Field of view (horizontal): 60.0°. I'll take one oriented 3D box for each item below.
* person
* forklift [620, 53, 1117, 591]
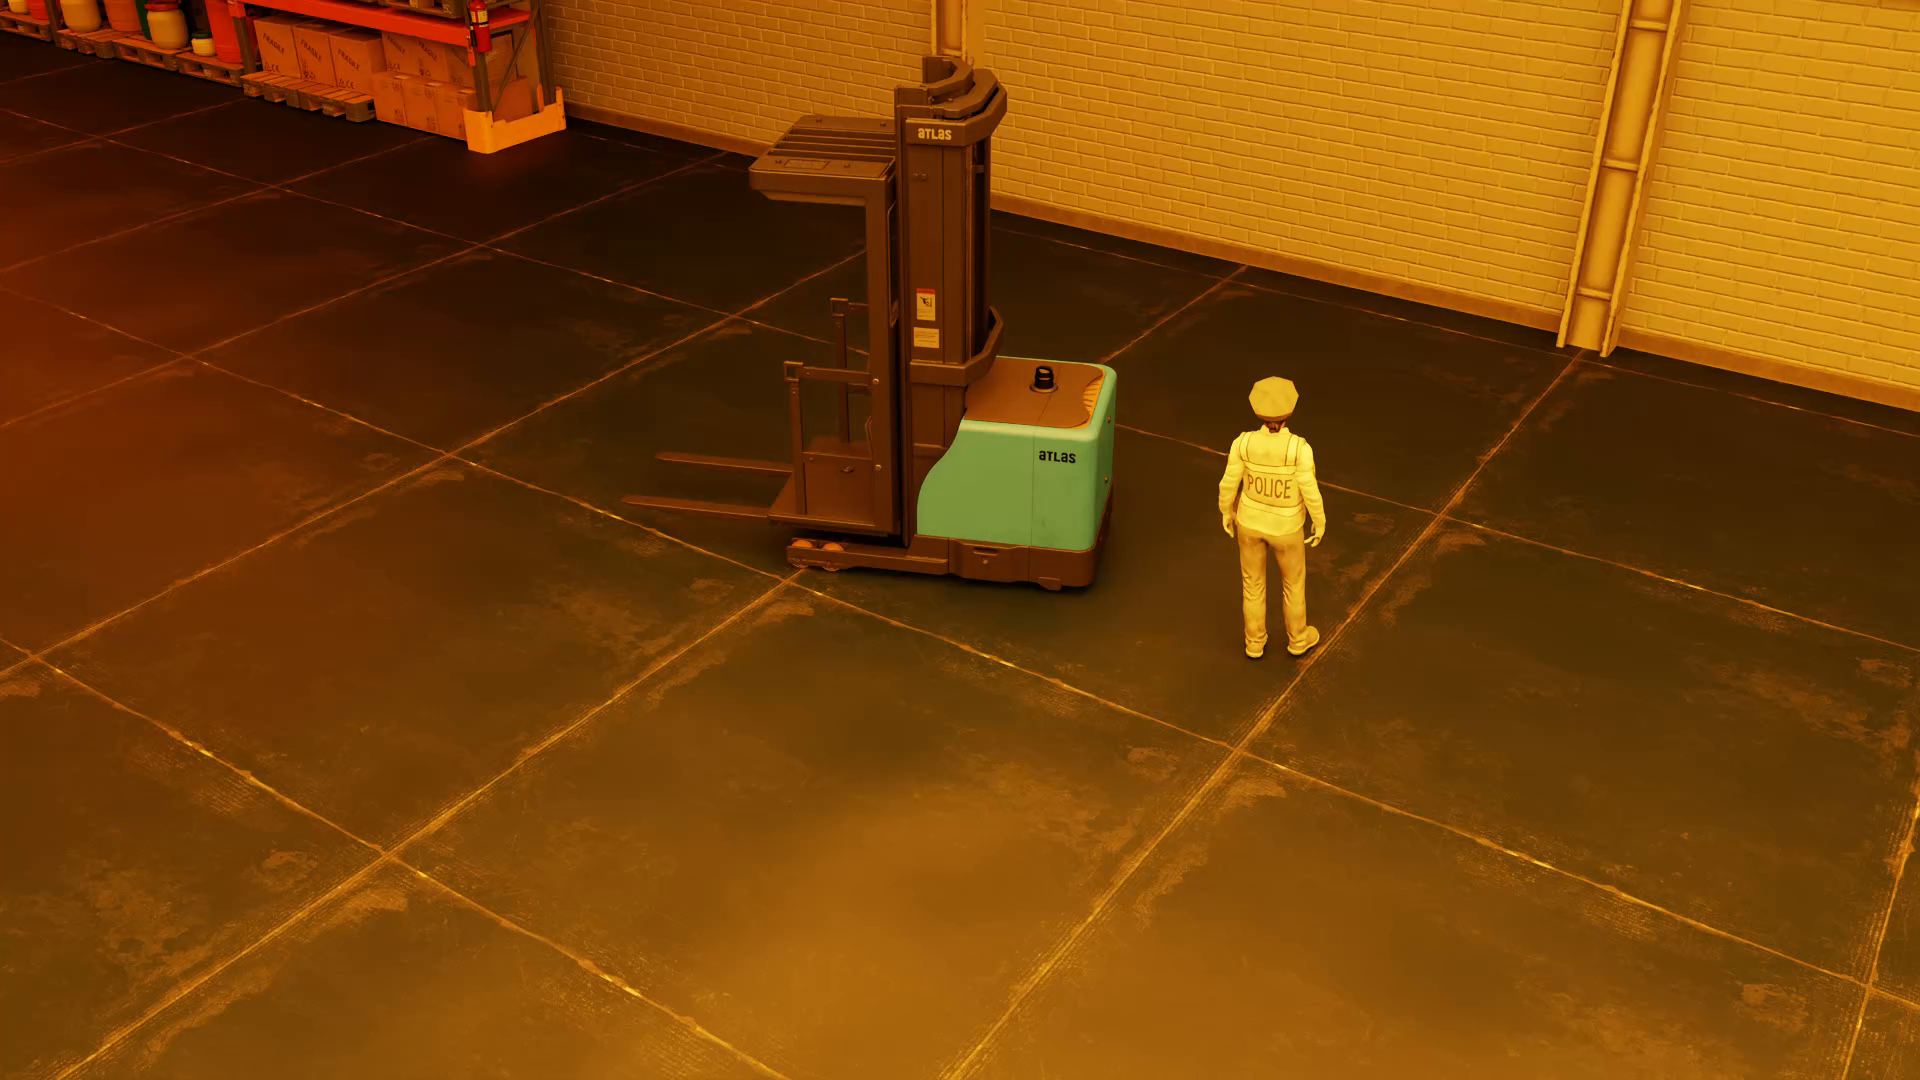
[{"bbox_3d":[1.700,-0.122,9.009,0.589,1.696,0.532,12,32,20],"label":"person"},{"bbox_3d":[-0.596,-1.330,9.871,3.031,2.935,1.130,6,31,10],"label":"forklift"}]
